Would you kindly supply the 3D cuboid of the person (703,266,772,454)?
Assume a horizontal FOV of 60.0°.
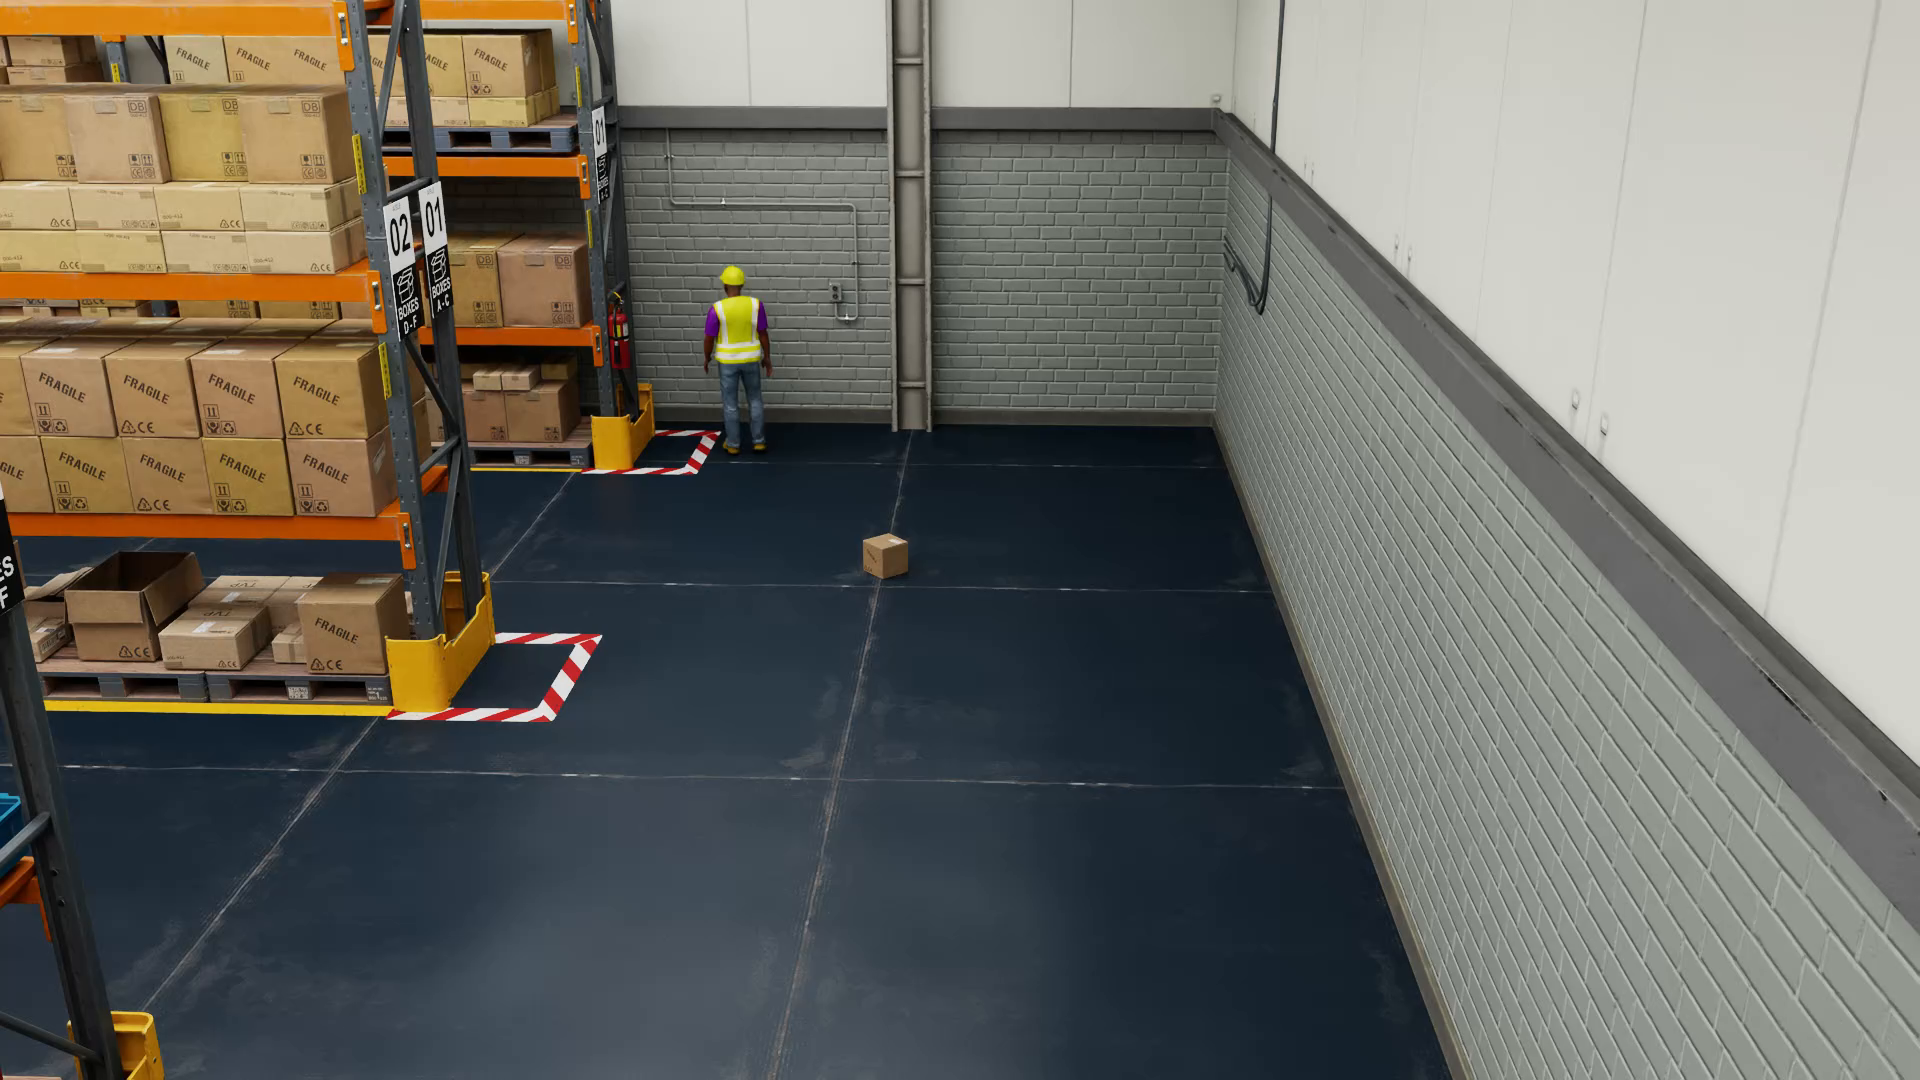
[{"bbox_3d":[-2.066,-1.643,15.406,0.617,1.829,0.460,-8,22,-20],"label":"person"}]
